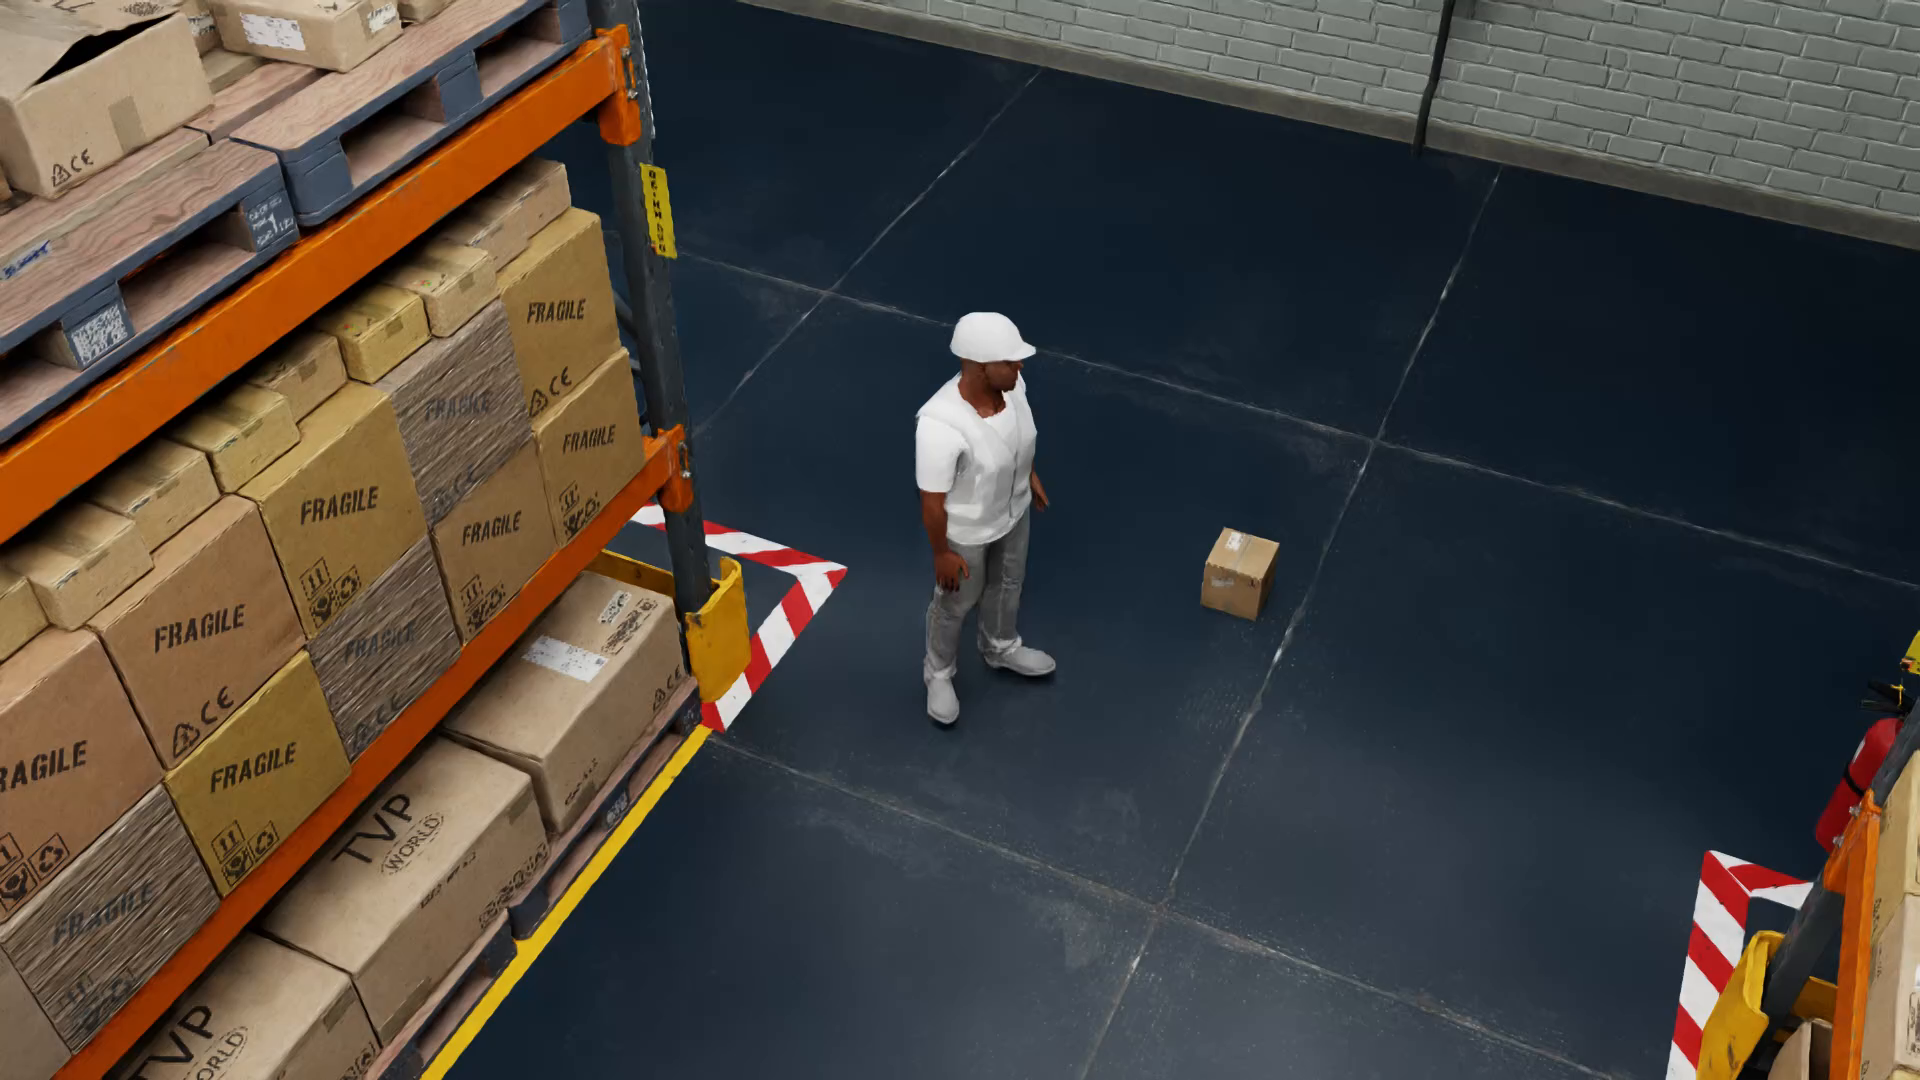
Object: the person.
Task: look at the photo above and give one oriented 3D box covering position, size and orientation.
[{"bbox_3d":[0.107,-0.095,6.206,0.413,1.768,0.640,29,49,29],"label":"person"}]
